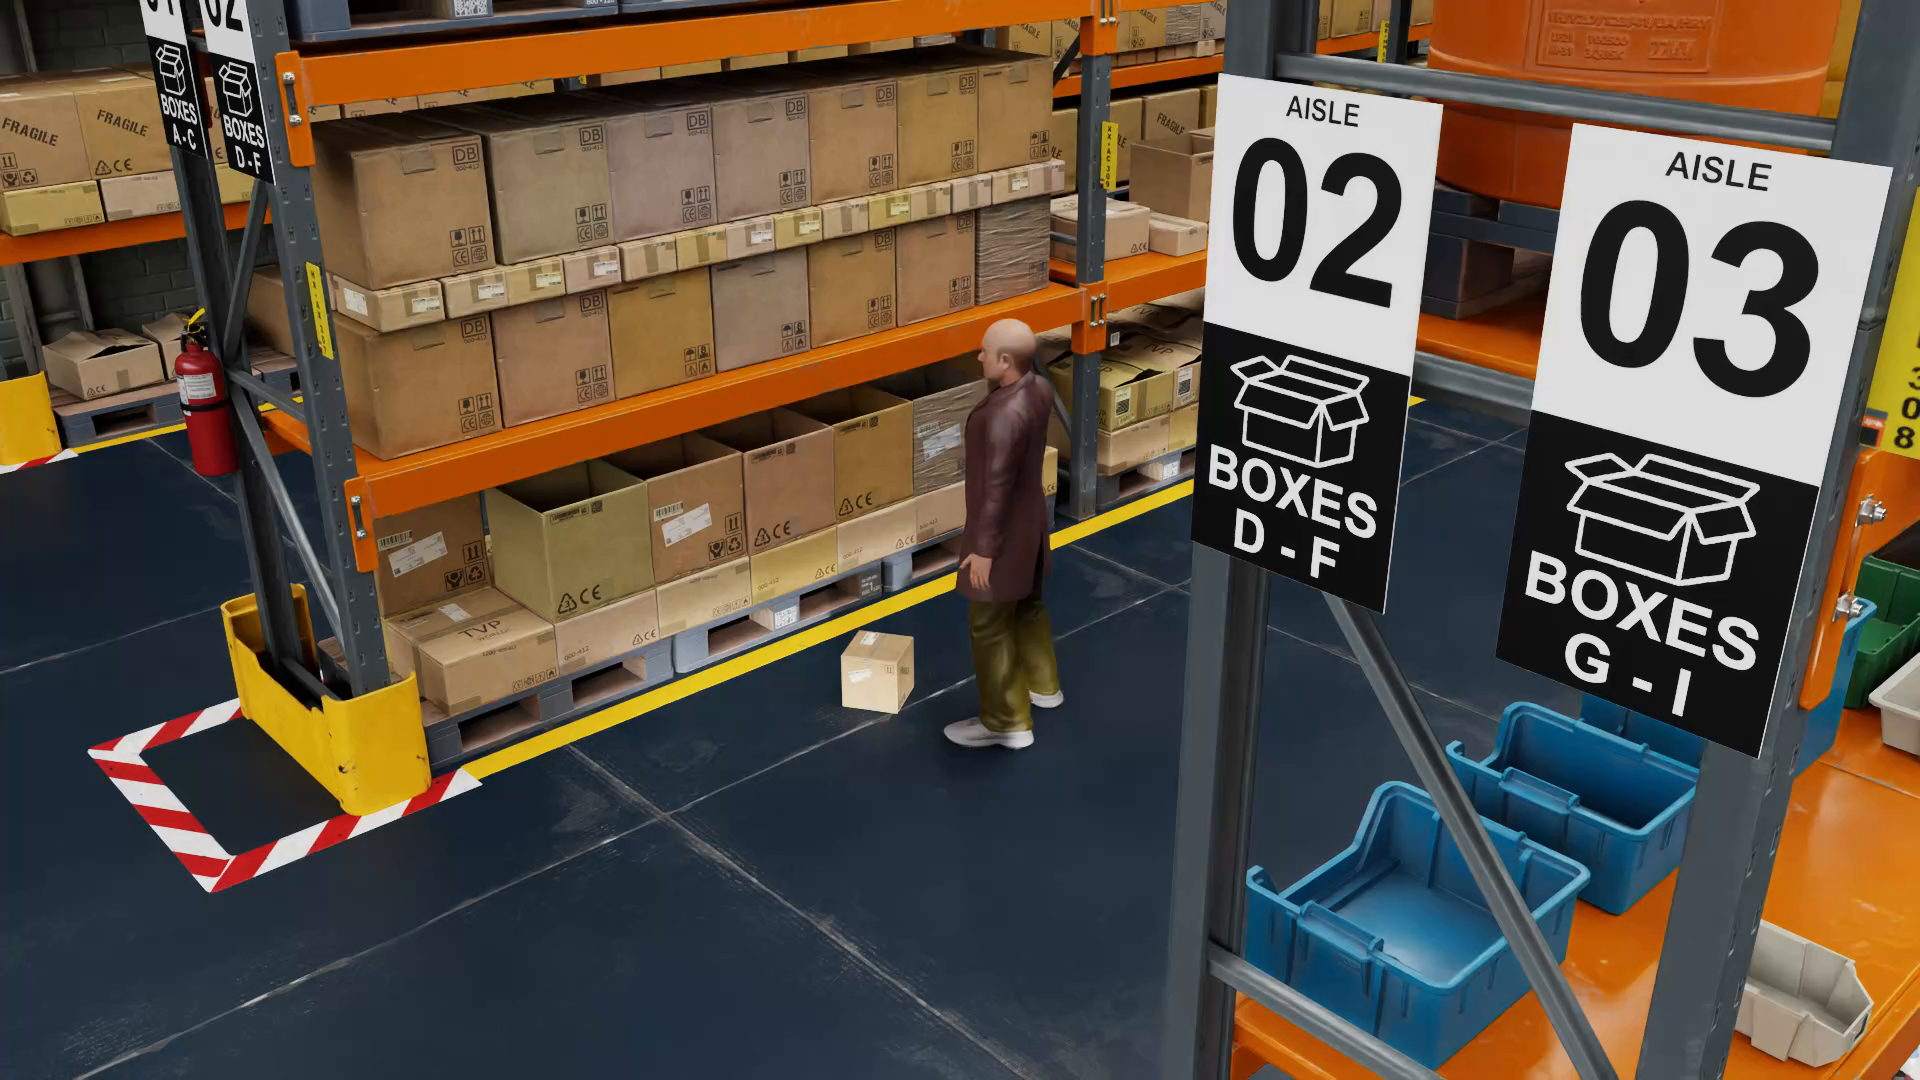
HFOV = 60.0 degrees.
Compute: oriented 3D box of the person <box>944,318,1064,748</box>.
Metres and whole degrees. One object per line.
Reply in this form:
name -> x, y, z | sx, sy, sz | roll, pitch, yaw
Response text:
person -> 0.188, -0.021, 6.697 | 0.419, 1.796, 0.609 | 7, 25, 15
